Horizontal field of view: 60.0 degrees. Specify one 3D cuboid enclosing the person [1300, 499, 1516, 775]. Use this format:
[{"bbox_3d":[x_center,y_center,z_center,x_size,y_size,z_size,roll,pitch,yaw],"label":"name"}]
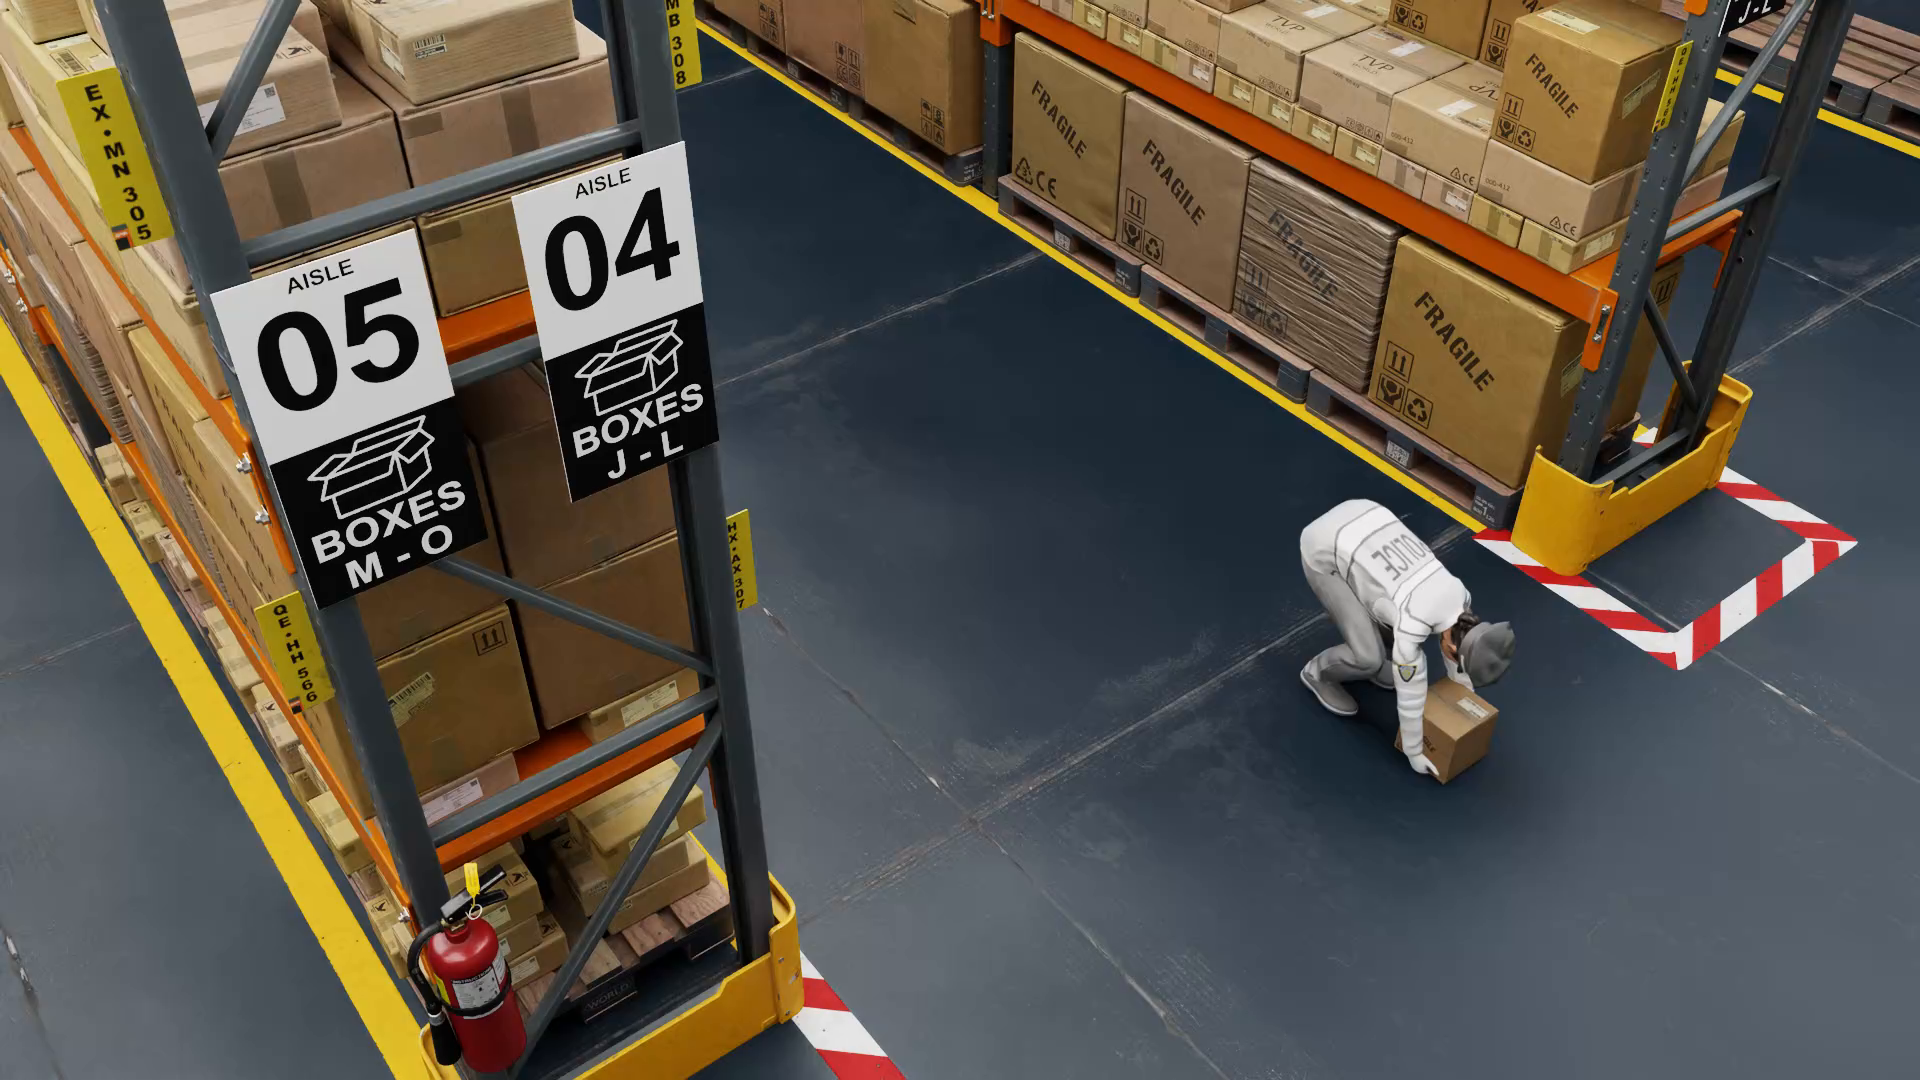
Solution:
[{"bbox_3d":[1.684,0.350,6.394,0.469,0.842,0.889,-29,48,-29],"label":"person"}]
